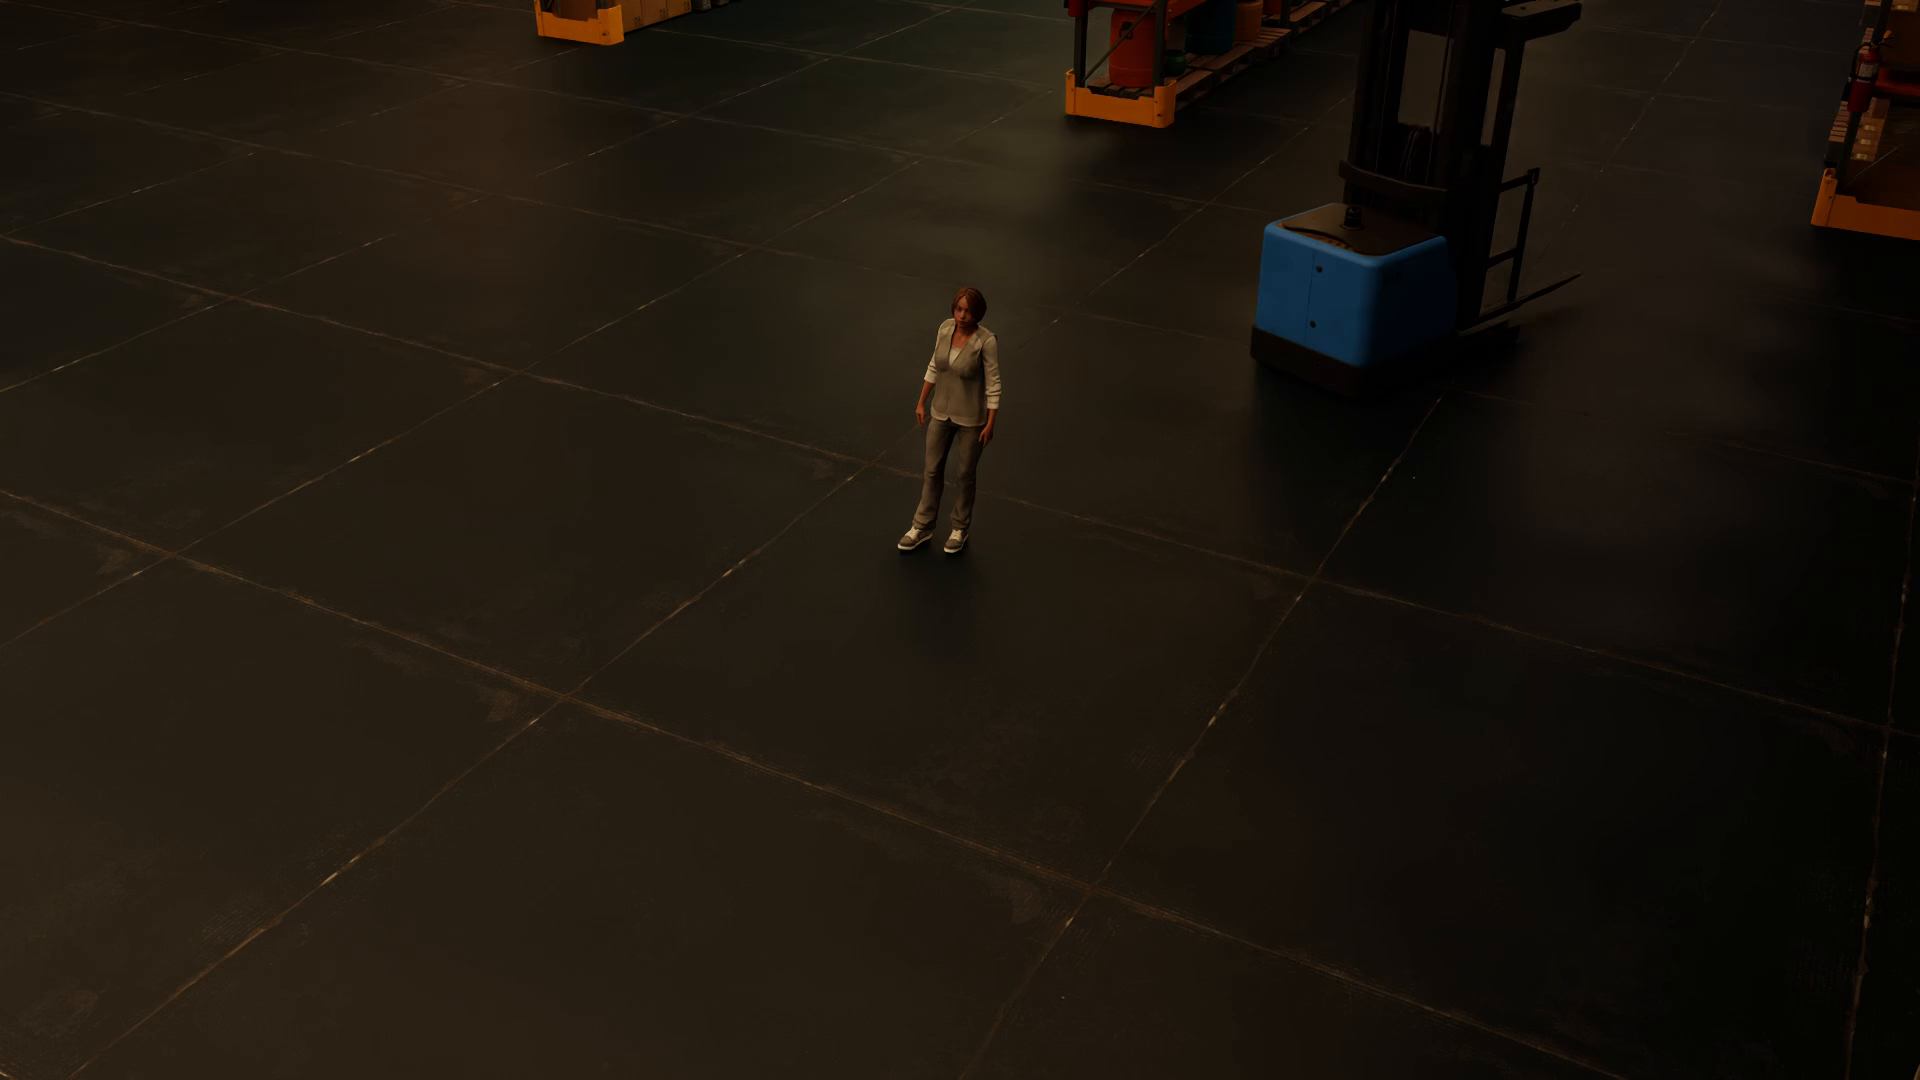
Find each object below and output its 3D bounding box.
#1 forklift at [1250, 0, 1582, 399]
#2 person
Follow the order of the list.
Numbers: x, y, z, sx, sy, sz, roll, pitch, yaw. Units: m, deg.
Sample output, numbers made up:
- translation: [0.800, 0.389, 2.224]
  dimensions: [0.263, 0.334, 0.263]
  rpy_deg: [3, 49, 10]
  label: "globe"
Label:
- translation: [3.584, -2.852, 12.013]
  dimensions: [3.031, 2.935, 1.130]
  rpy_deg: [-23, 37, -34]
  label: "forklift"
- translation: [-0.049, -0.669, 9.549]
  dimensions: [0.520, 1.599, 0.473]
  rpy_deg: [15, 33, 25]
  label: "person"
